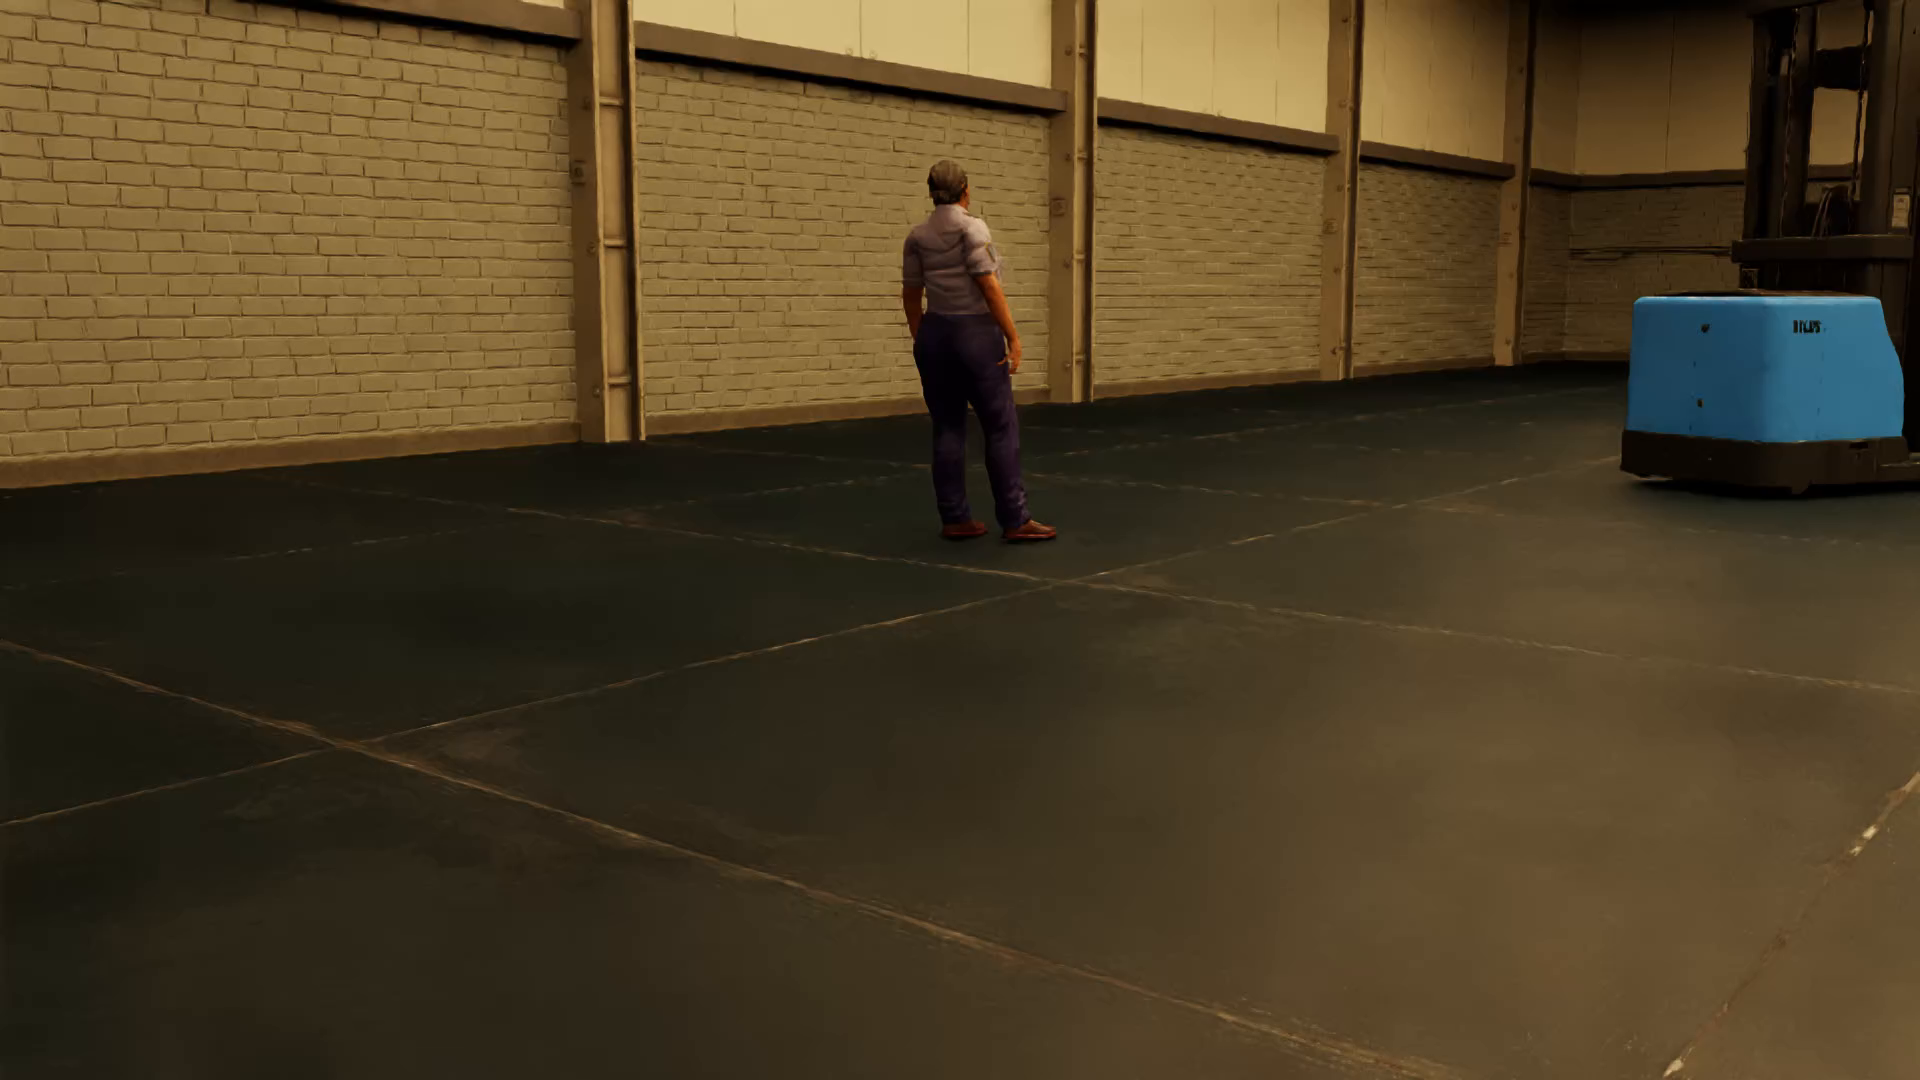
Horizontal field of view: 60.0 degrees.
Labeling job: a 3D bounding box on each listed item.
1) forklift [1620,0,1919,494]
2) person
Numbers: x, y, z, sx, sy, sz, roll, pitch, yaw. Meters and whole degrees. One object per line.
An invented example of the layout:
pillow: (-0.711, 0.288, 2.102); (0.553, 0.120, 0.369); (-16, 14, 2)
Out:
forklift: (5.400, -1.814, 9.678); (3.031, 2.935, 1.130); (-4, 9, -25)
person: (0.074, -0.830, 7.339); (0.598, 1.650, 0.502); (7, 11, 38)
